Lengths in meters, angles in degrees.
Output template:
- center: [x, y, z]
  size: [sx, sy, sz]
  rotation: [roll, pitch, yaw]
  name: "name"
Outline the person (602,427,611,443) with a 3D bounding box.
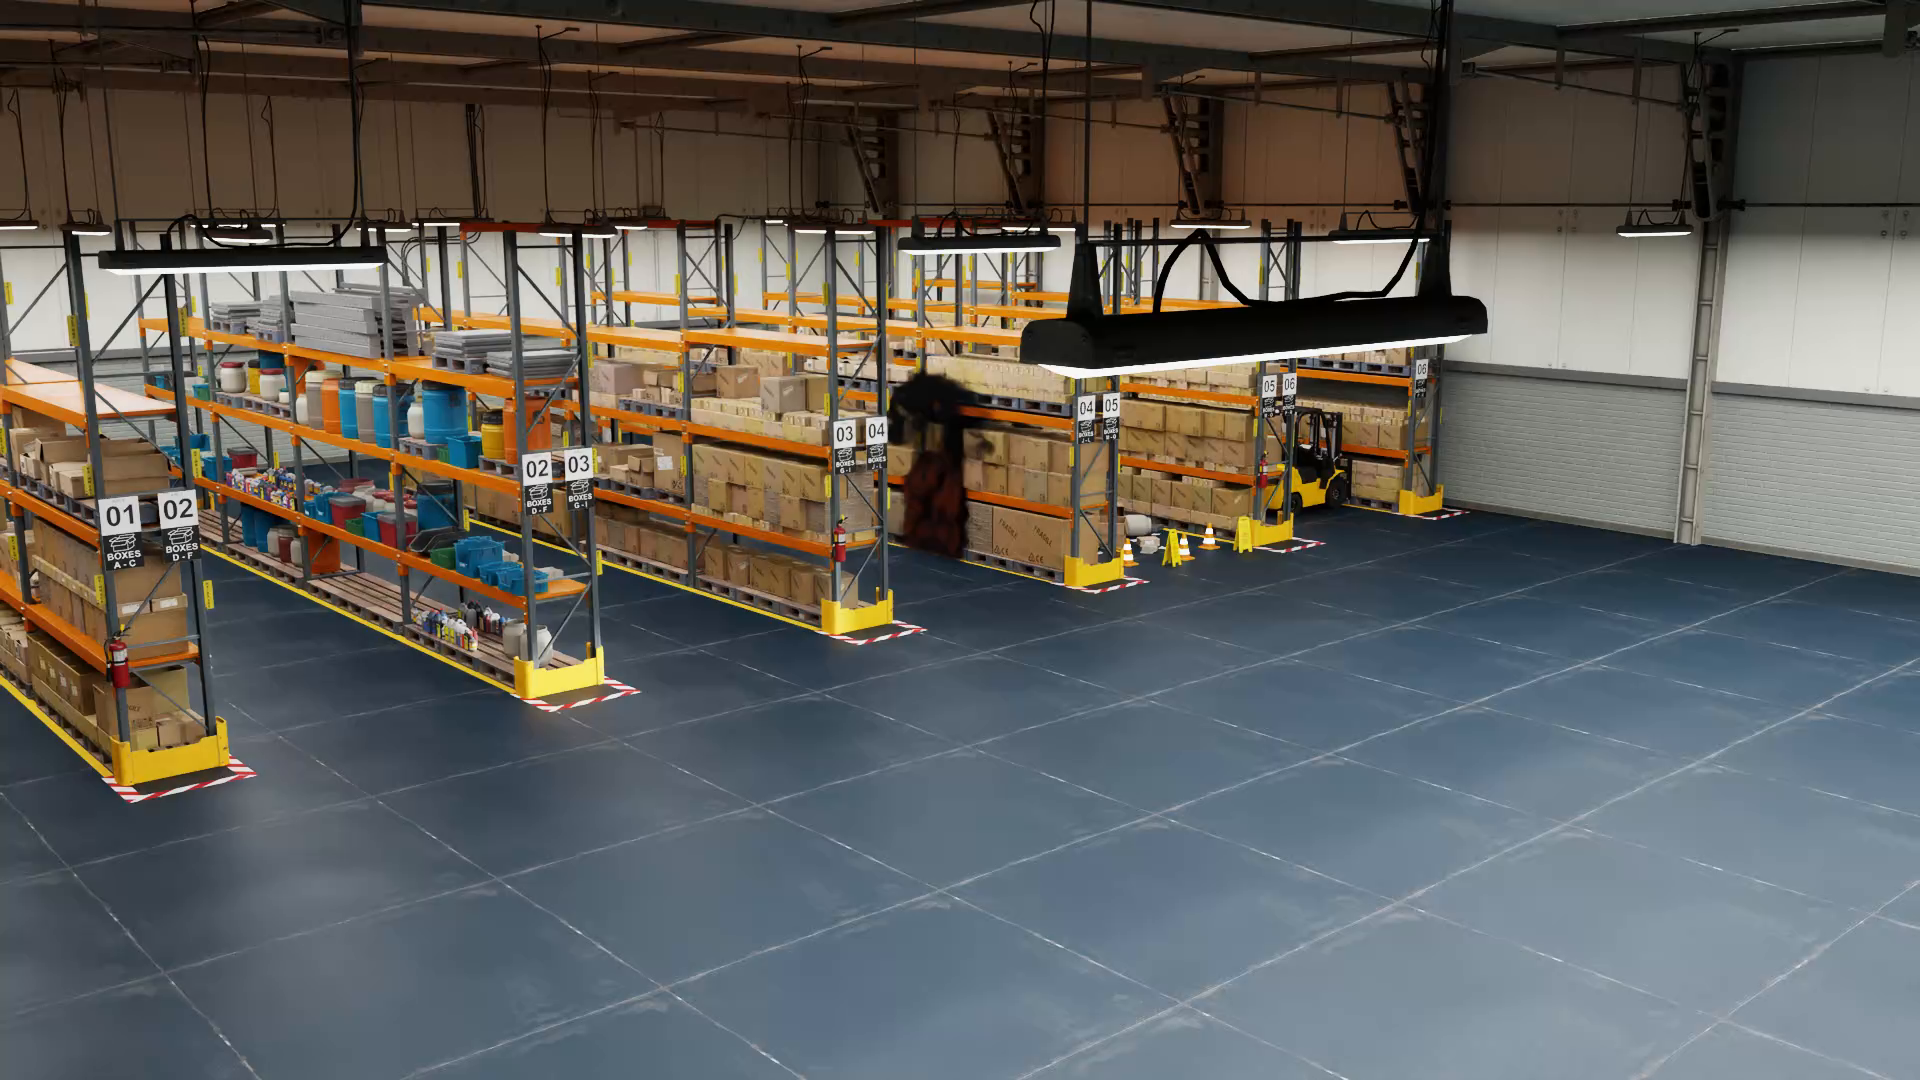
- center: [-8.759, -2.874, 41.737]
  size: [0.655, 1.747, 0.654]
  rotation: [6, 13, 26]
  name: "person"
